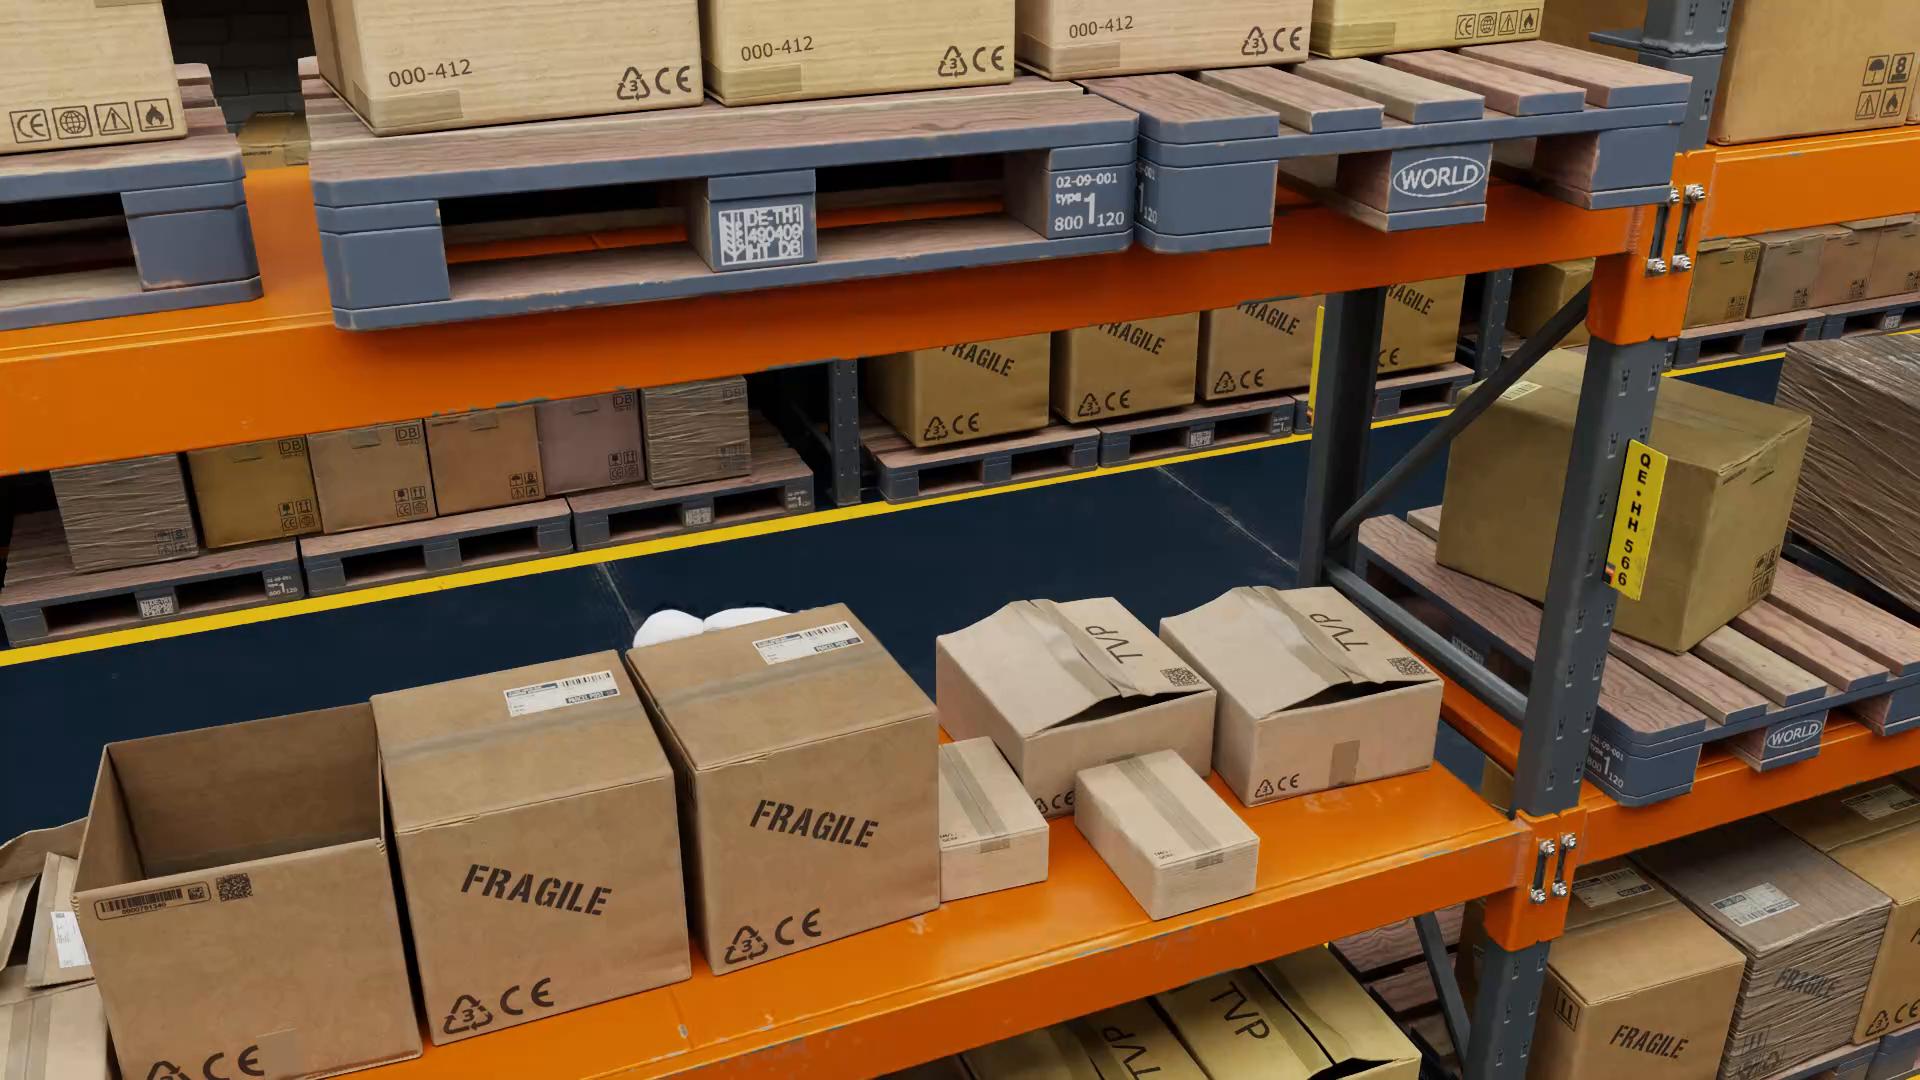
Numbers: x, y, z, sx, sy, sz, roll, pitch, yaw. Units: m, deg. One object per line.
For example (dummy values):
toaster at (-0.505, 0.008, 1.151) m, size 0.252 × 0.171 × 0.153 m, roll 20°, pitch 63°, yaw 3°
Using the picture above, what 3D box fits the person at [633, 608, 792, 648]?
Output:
person at (-0.636, 0.625, 5.650) m, size 0.897 × 1.026 × 0.546 m, roll -11°, pitch 28°, yaw -21°
